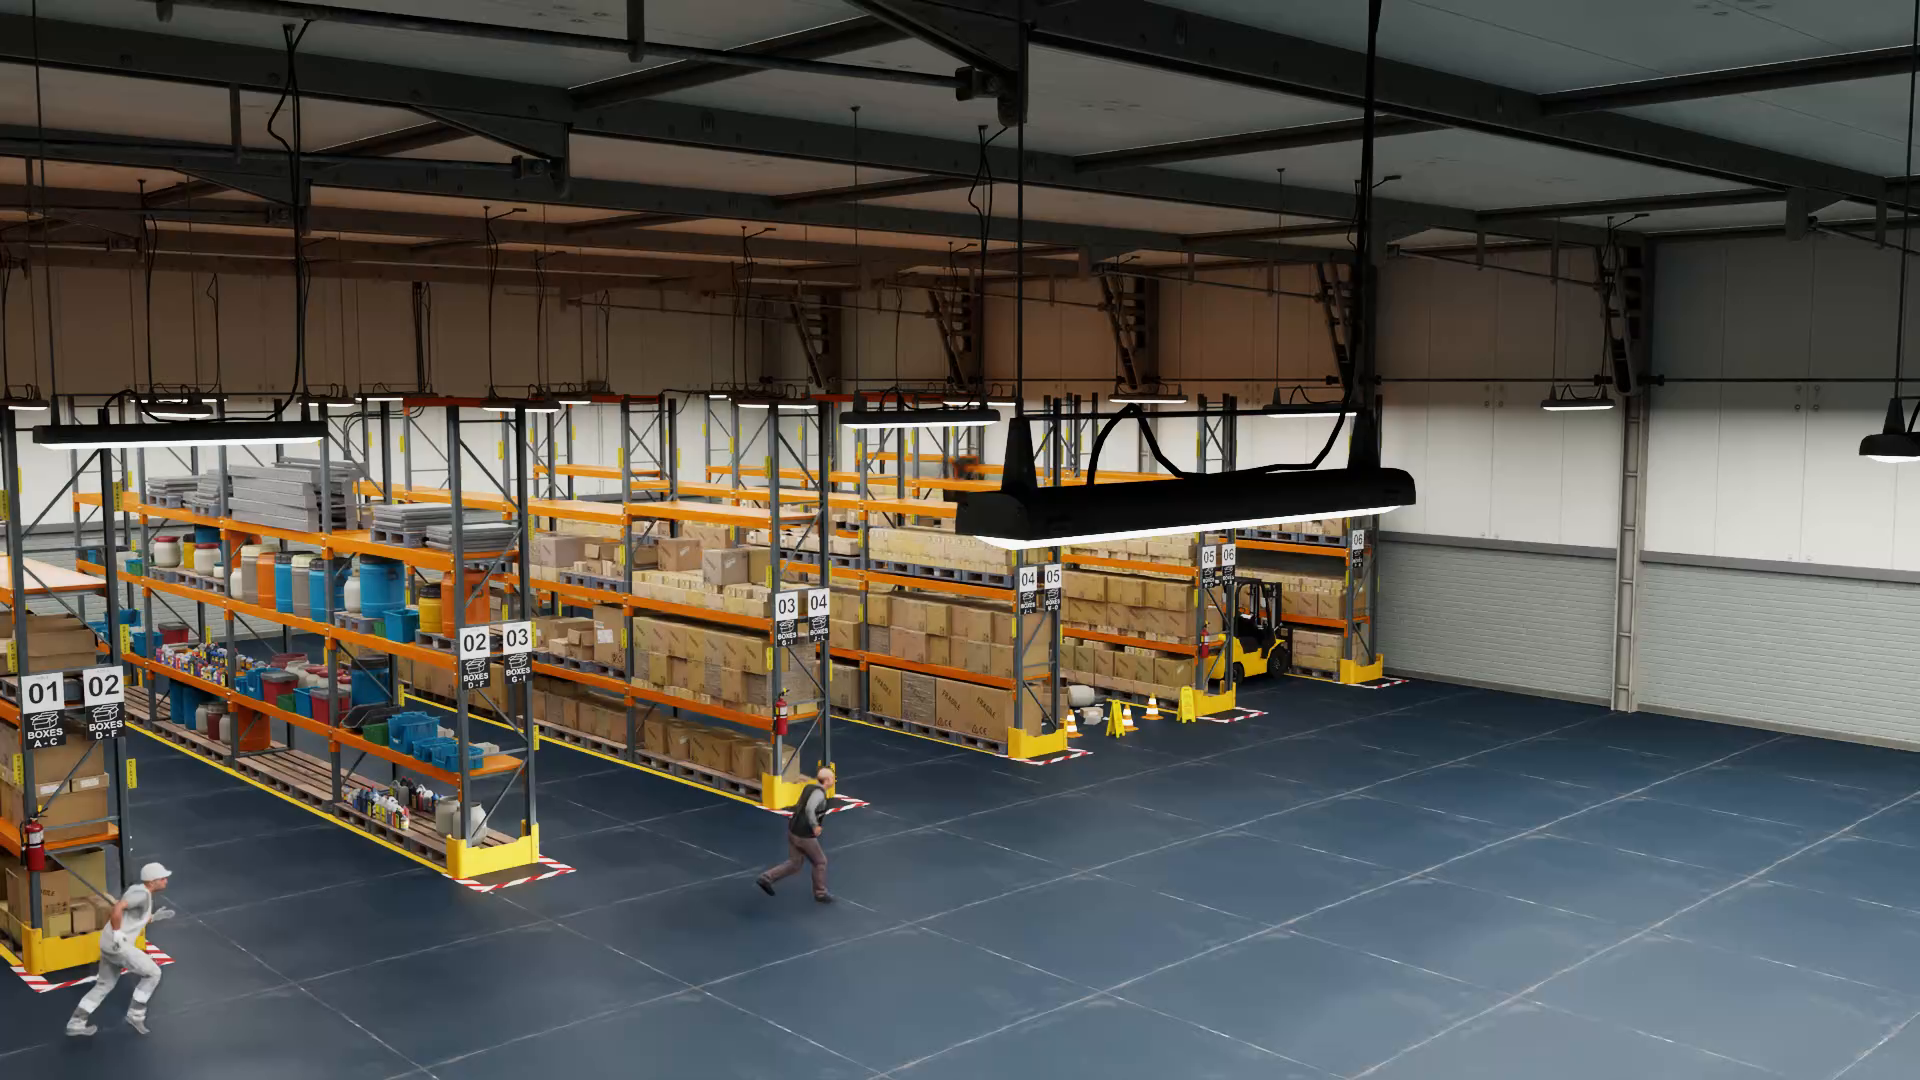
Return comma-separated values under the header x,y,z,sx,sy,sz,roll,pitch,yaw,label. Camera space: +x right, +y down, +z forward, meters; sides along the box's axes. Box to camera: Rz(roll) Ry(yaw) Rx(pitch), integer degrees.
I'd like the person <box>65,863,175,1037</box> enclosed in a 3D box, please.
x,y,z,sx,sy,sz,roll,pitch,yaw,label
-8.057,3.983,15.954,0.998,1.698,0.710,-3,6,-29,person

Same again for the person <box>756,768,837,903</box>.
x,y,z,sx,sy,sz,roll,pitch,yaw,label
-1.940,3.600,19.975,0.949,1.682,0.682,-1,6,-14,person
